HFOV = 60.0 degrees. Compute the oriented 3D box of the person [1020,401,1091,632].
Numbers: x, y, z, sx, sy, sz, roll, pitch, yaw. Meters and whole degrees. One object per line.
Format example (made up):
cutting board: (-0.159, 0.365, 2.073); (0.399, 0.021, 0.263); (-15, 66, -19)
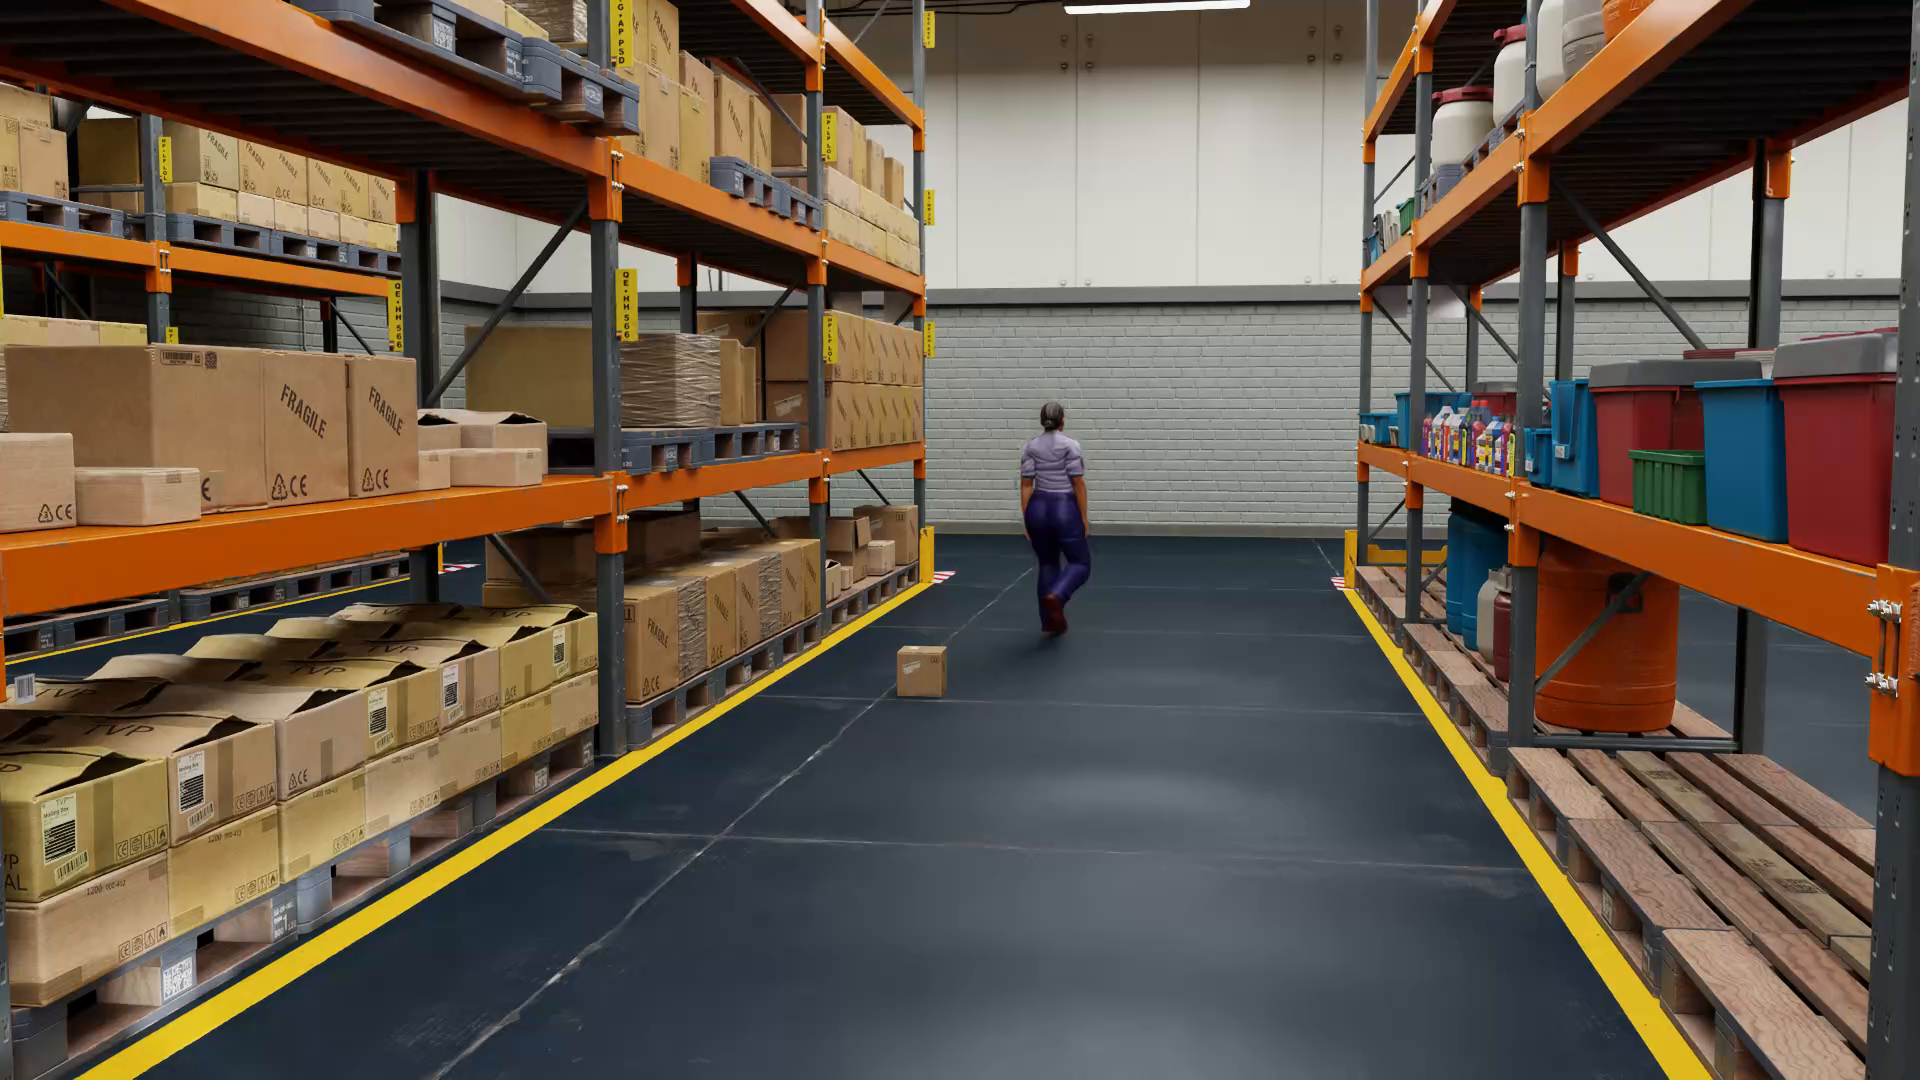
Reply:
person: (0.651, -0.151, 11.608); (0.481, 1.627, 0.654); (2, 5, 28)
